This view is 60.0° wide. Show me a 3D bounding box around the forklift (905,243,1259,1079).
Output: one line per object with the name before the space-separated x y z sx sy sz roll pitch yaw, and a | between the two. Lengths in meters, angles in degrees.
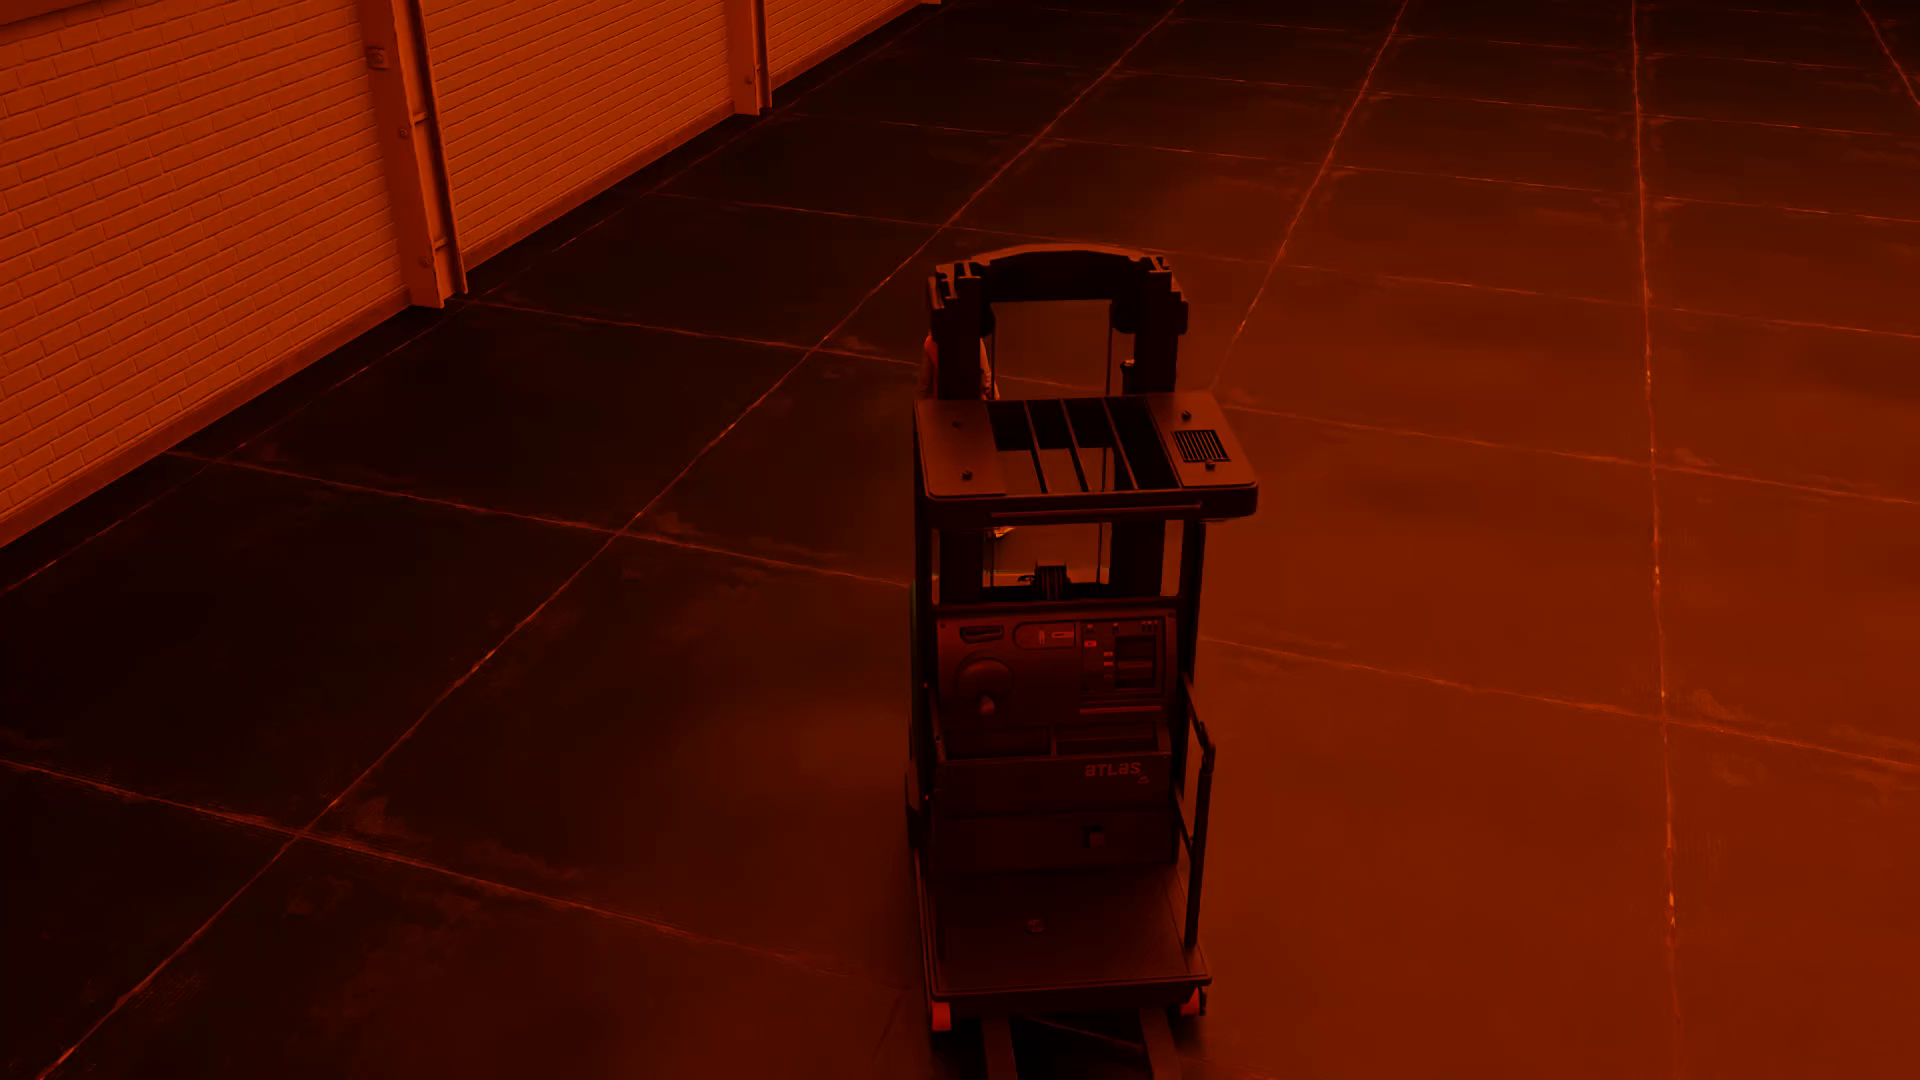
forklift | 0.396 0.516 6.231 1.130 2.935 3.031 -2 30 -4

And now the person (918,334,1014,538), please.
person | 0.037 -0.733 9.755 0.521 1.599 0.473 10 31 16
